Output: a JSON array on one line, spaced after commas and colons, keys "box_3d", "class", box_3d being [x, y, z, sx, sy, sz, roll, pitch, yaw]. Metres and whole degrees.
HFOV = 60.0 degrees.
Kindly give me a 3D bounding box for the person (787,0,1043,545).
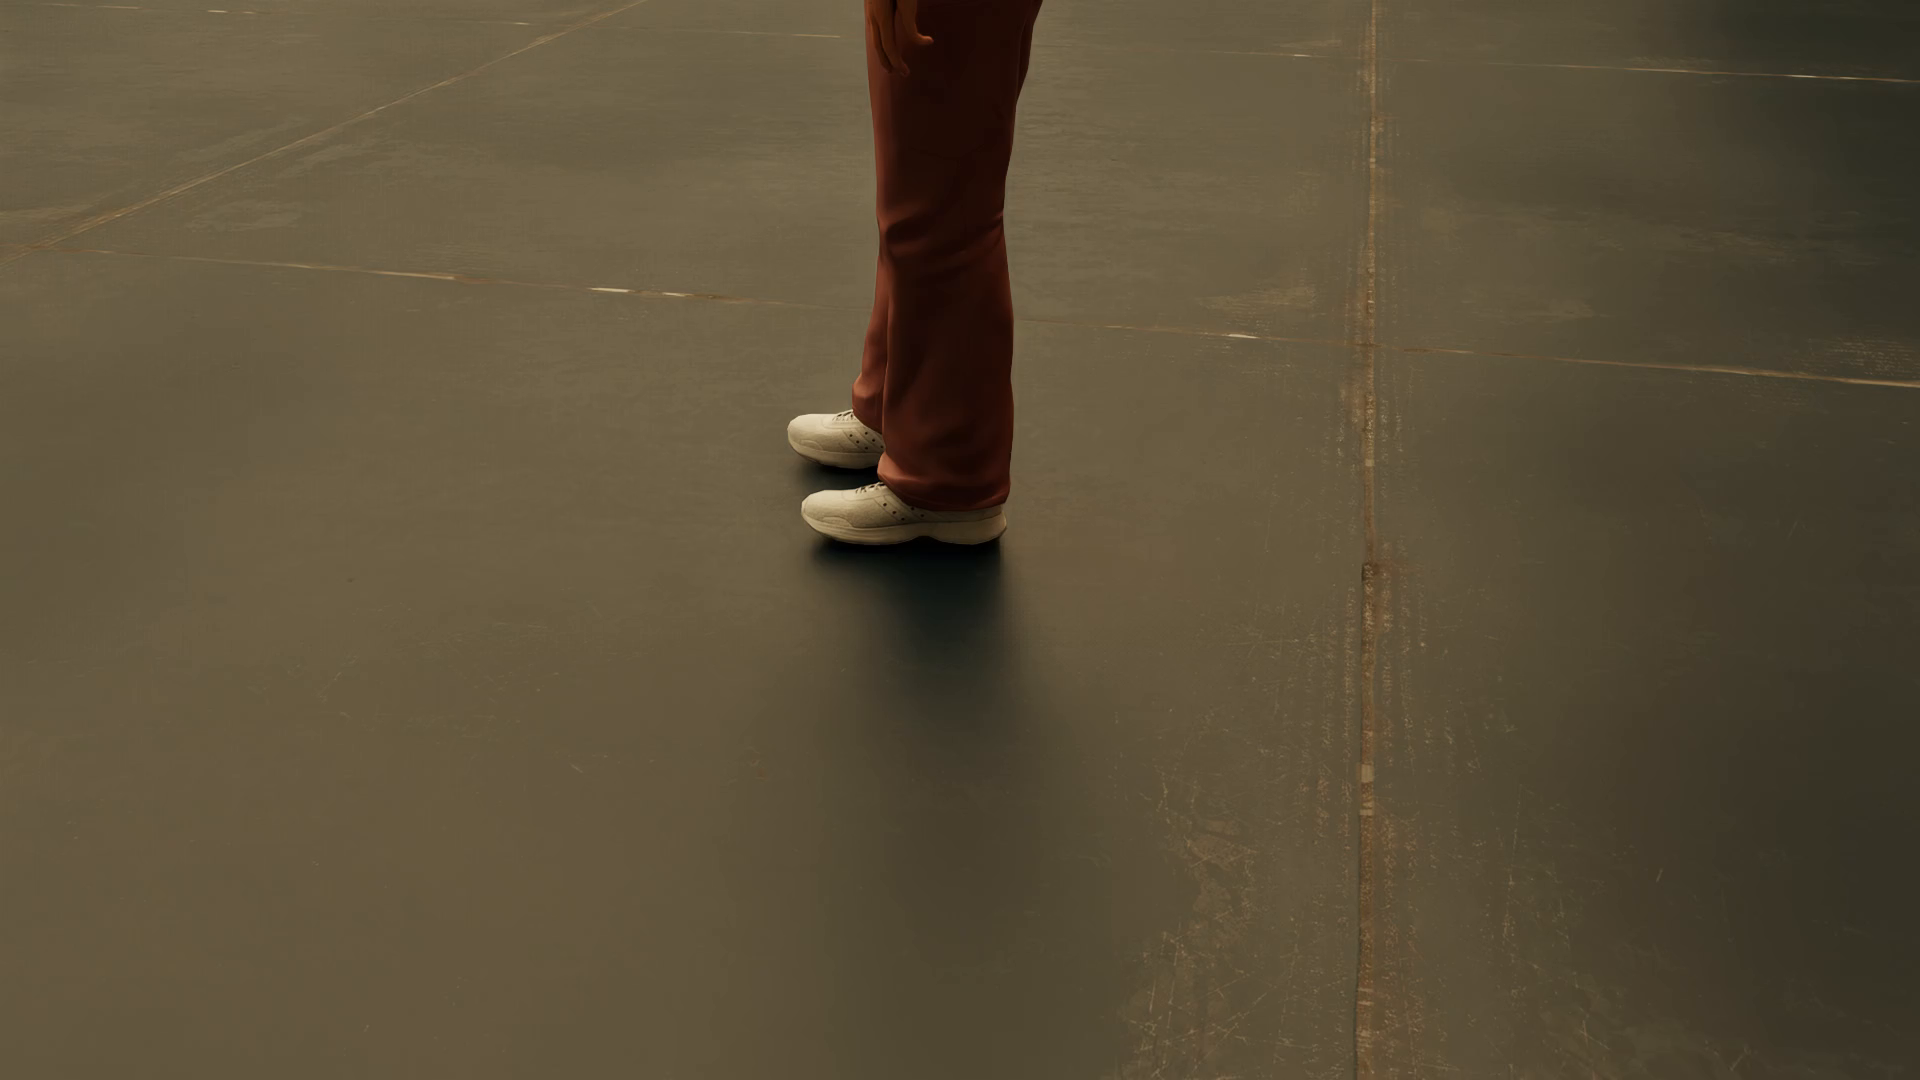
[{"box_3d": [-0.069, -0.767, 2.144, 0.549, 1.675, 0.553, 6, 27, 11], "class": "person"}]
